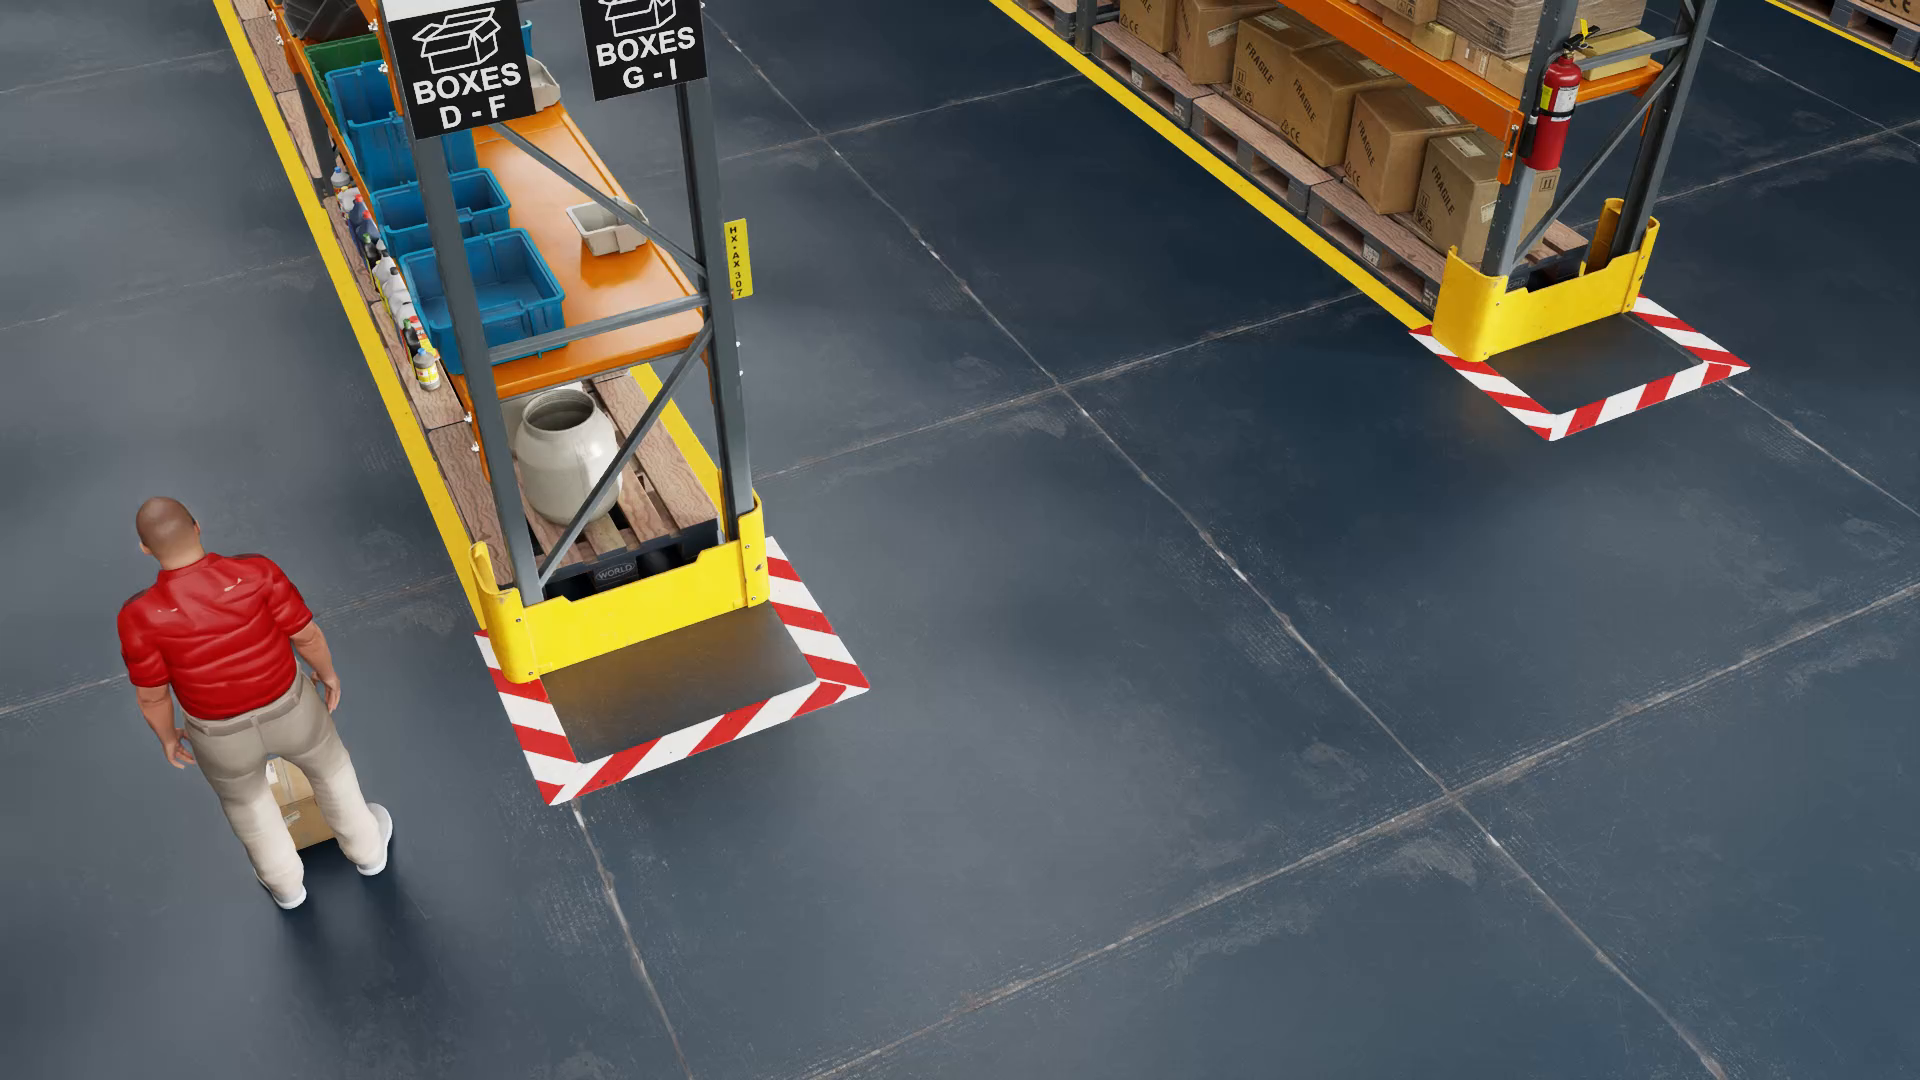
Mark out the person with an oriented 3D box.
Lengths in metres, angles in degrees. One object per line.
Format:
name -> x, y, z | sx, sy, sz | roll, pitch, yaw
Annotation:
person -> -2.351, 0.562, 5.523 | 0.601, 1.726, 0.393 | -21, 45, -23
